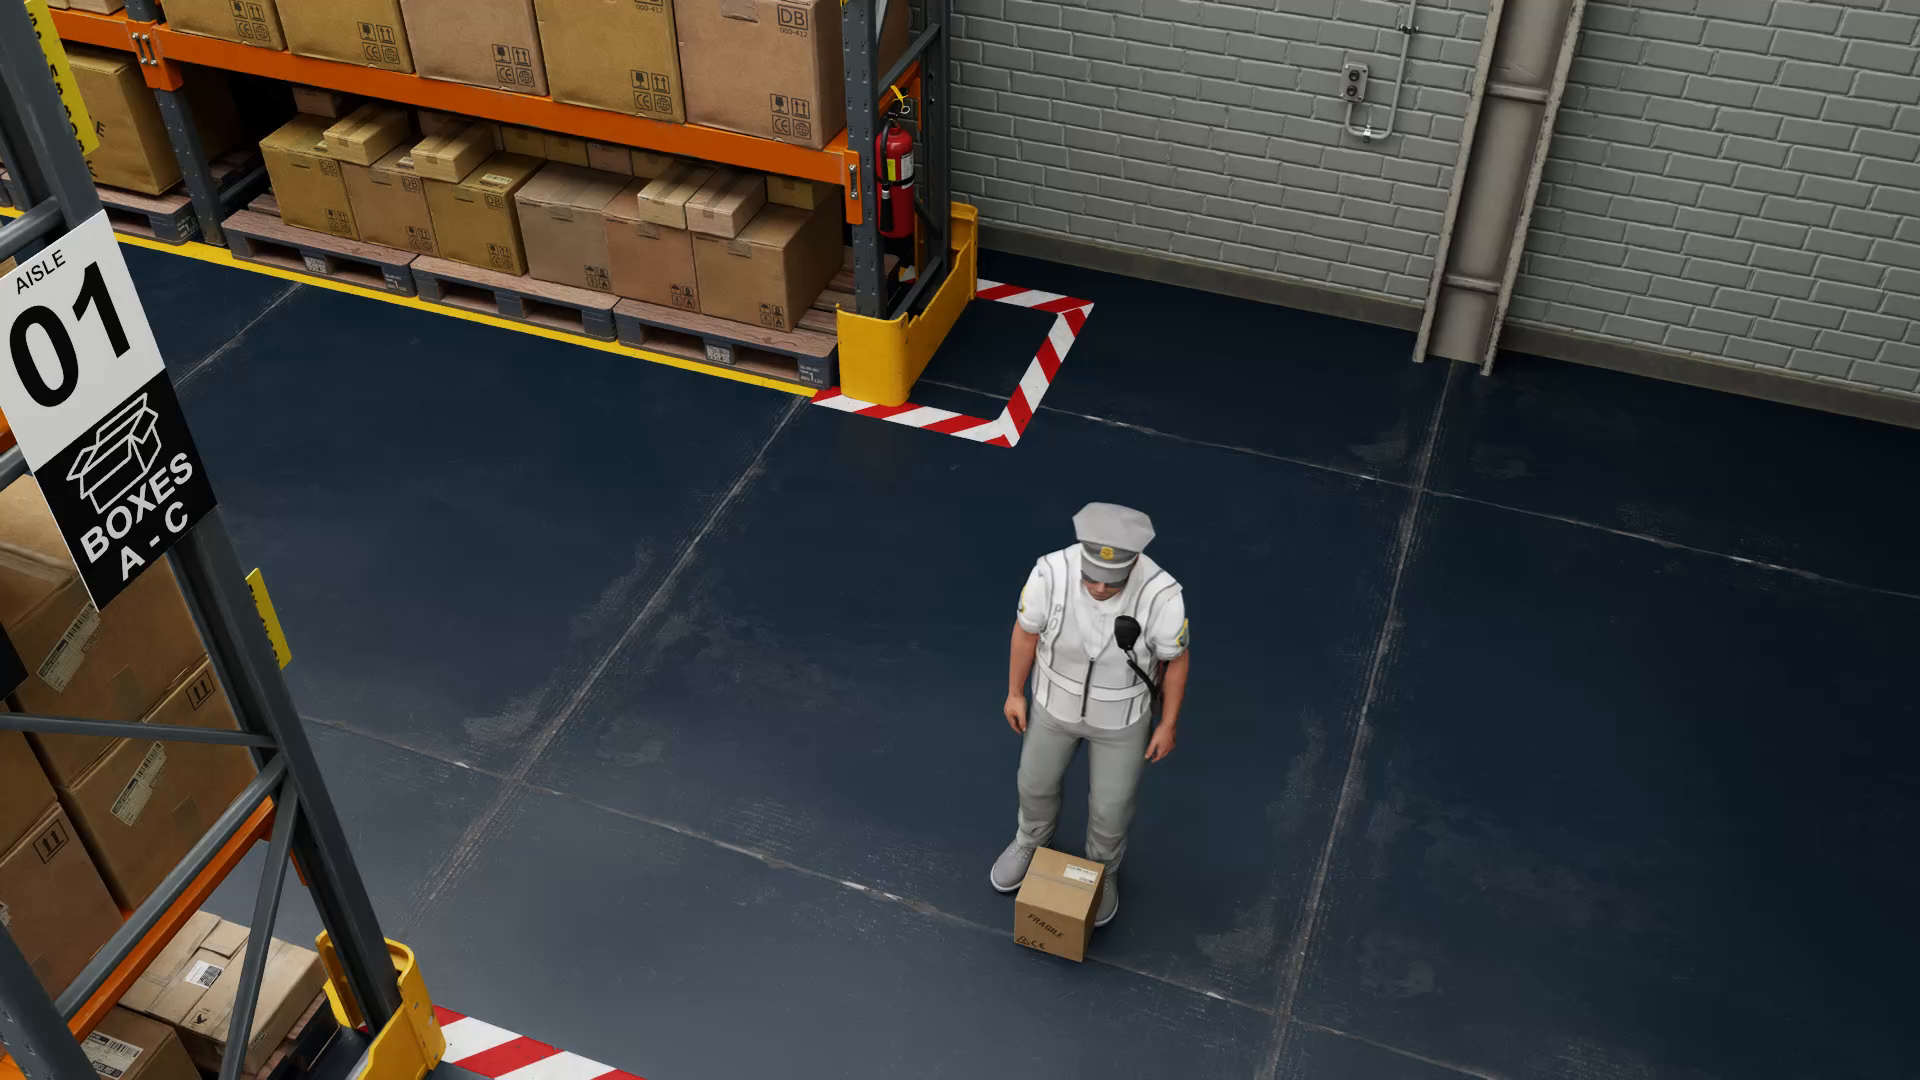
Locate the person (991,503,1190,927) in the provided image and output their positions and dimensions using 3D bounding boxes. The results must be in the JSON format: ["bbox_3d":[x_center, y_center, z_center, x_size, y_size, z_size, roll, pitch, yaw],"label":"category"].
[{"bbox_3d":[0.435,0.553,5.523,0.601,1.747,0.480,11,42,12],"label":"person"}]
